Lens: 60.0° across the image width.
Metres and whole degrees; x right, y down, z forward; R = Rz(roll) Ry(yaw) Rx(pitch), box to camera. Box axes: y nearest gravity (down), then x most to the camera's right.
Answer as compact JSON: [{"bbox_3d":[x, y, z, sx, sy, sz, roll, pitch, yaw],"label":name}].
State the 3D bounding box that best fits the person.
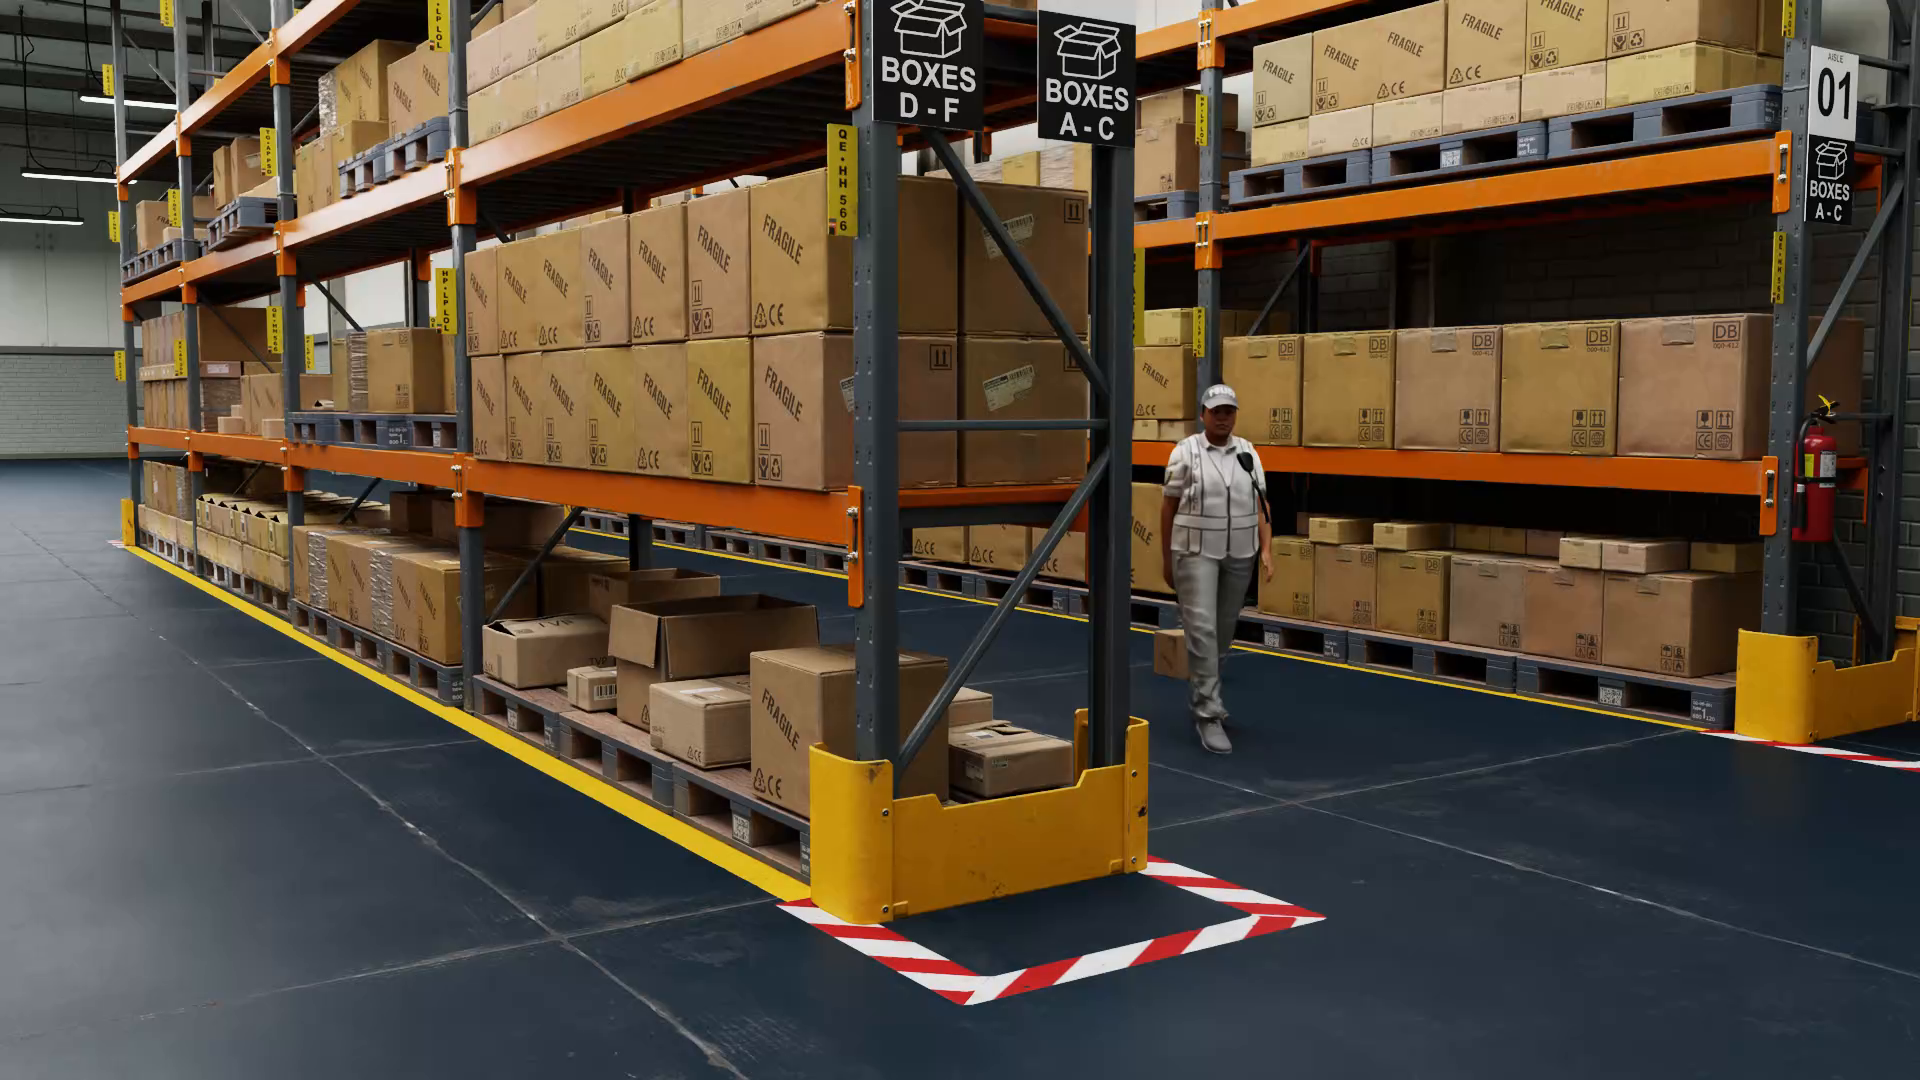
[{"bbox_3d":[1.234,0.105,7.836,0.495,1.670,0.833,-1,5,-13],"label":"person"}]
